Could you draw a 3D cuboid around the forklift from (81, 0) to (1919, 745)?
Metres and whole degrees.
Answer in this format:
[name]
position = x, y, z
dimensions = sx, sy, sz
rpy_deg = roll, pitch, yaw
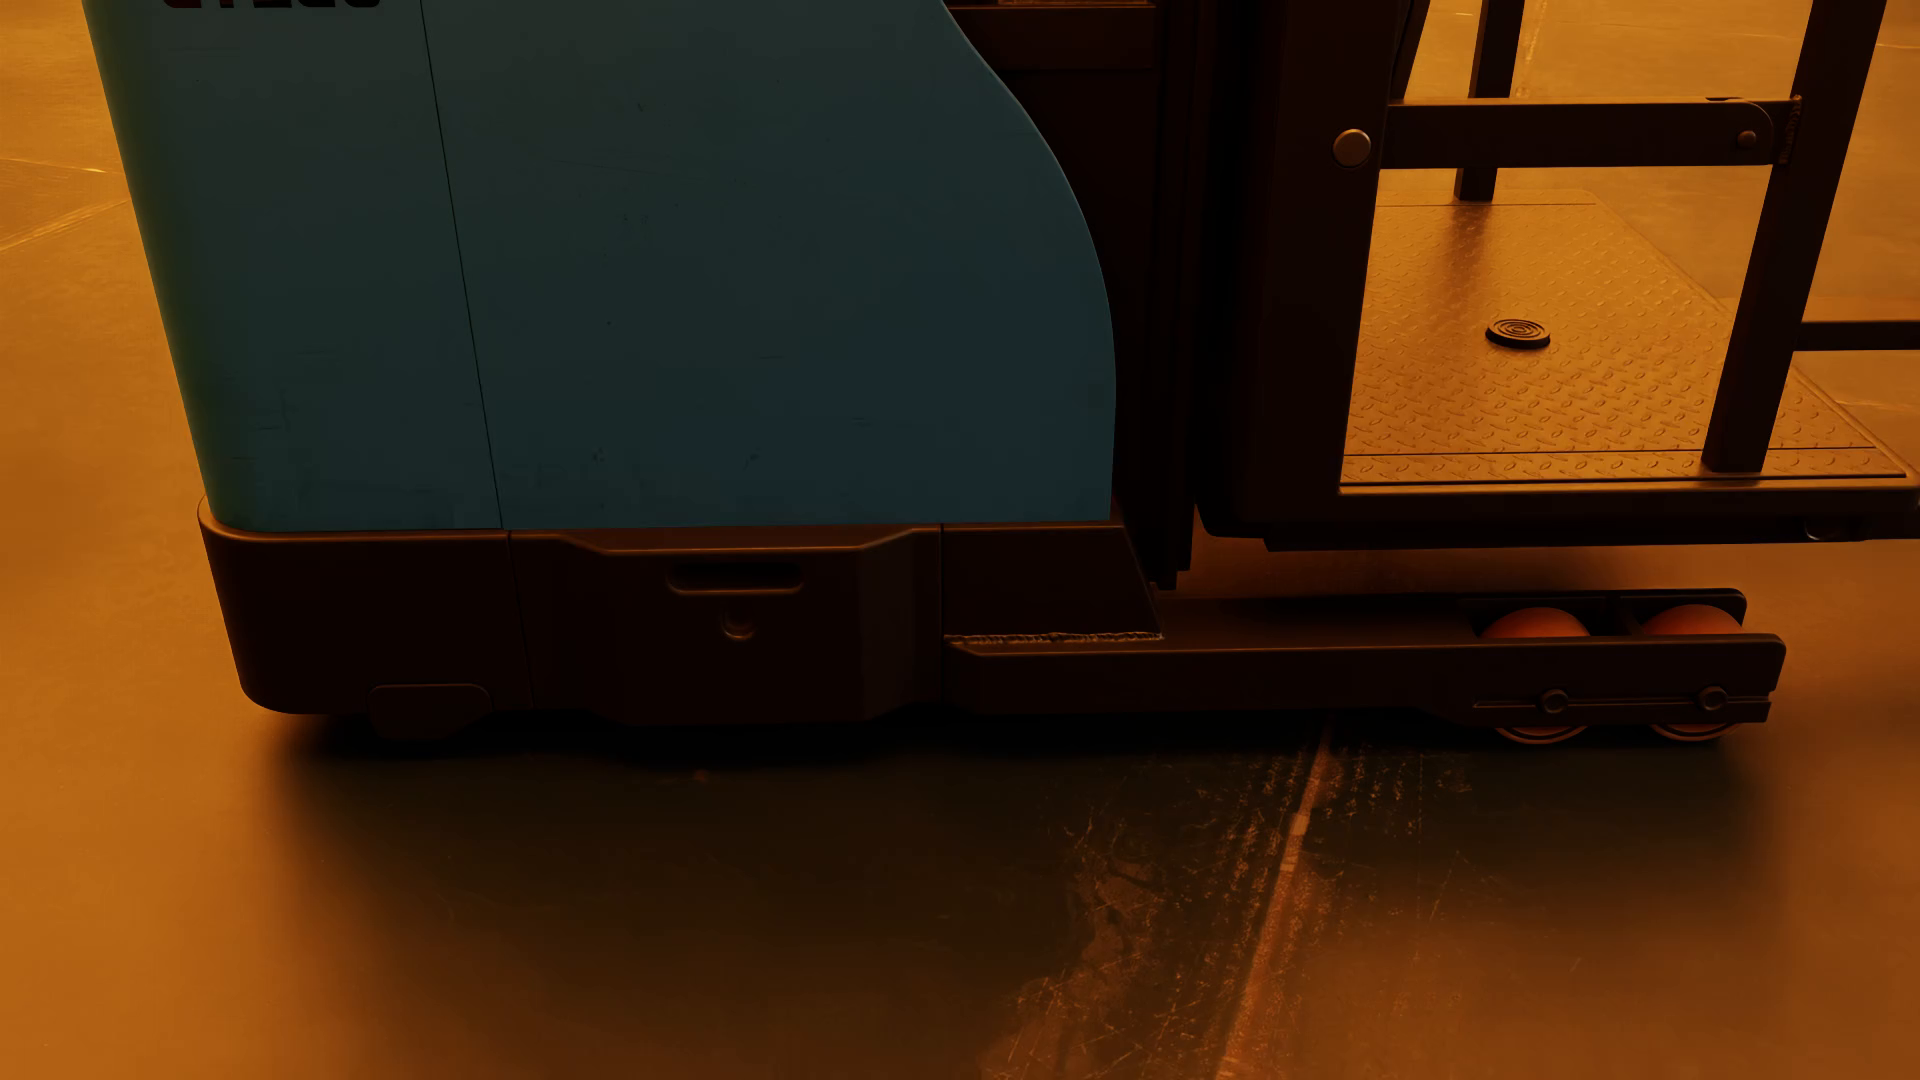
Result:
[forklift]
position = 0.608, -1.285, 1.795
dimensions = 3.031, 2.935, 1.130
rpy_deg = -1, 30, -2
